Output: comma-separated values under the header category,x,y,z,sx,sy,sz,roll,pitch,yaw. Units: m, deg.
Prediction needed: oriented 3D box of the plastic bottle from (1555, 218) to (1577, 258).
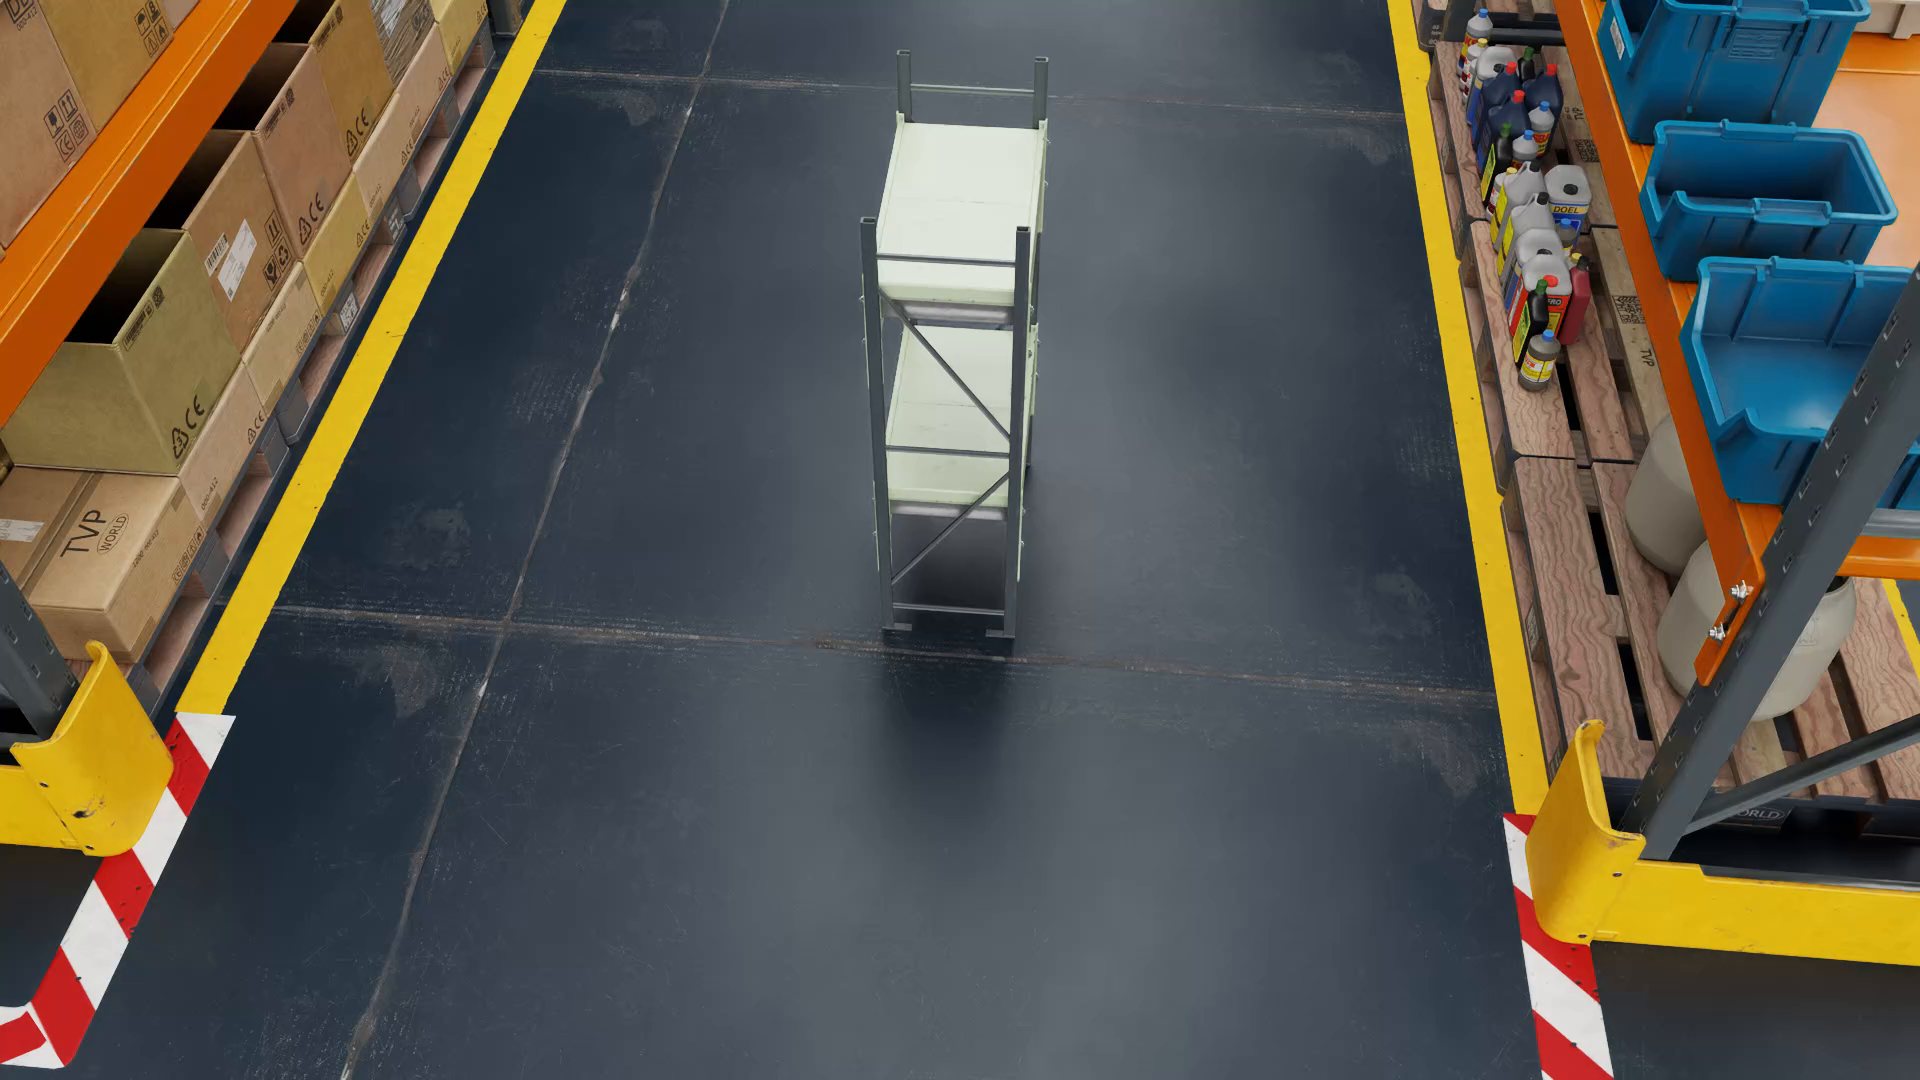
category,x,y,z,sx,sy,sz,roll,pitch,yaw
plastic bottle,2.068,-1.019,5.748,0.097,0.201,0.097,0,48,0

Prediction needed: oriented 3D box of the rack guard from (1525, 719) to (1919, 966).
category,x,y,z,sx,sy,sz,roll,pitch,yaw
rack guard,2.099,0.780,4.198,1.175,0.500,0.348,4,48,4

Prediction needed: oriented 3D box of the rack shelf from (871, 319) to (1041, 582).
category,x,y,z,sx,sy,sz,roll,pitch,yaw
rack shelf,-0.001,-0.281,4.933,0.431,0.370,0.720,4,48,4

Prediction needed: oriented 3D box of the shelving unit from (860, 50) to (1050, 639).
category,x,y,z,sx,sy,sz,roll,pitch,yaw
shelving unit,-0.001,-0.501,4.692,0.431,1.500,0.755,4,48,4

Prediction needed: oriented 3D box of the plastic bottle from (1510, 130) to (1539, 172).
category,x,y,z,sx,sy,sz,roll,pitch,yaw
plastic bottle,2.023,-1.357,6.010,0.097,0.271,0.097,0,48,0

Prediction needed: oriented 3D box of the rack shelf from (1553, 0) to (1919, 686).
category,x,y,z,sx,sy,sz,roll,pitch,yaw
rack shelf,2.321,-1.232,4.831,1.077,0.370,4.000,4,48,4

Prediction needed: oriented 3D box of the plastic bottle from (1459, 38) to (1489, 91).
category,x,y,z,sx,sy,sz,roll,pitch,yaw
plastic bottle,2.028,-1.869,6.525,0.097,0.201,0.097,0,48,0

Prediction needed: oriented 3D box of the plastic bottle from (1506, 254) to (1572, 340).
category,x,y,z,sx,sy,sz,roll,pitch,yaw
plastic bottle,1.920,-0.797,5.494,0.152,0.276,0.135,4,48,4

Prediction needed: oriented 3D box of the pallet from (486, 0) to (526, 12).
category,x,y,z,sx,sy,sz,roll,pitch,yaw
pallet,-2.401,-2.883,7.744,1.003,0.211,1.213,4,48,4

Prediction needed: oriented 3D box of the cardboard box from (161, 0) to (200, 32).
category,x,y,z,sx,sy,sz,roll,pitch,yaw
cardboard box,-2.600,-1.855,4.846,0.700,0.500,0.500,5,48,5

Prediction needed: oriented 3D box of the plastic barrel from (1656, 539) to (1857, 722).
category,x,y,z,sx,sy,sz,roll,pitch,yaw
plastic barrel,2.123,0.204,4.432,0.421,0.512,0.421,0,48,0

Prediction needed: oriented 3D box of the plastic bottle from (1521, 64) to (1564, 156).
category,x,y,z,sx,sy,sz,roll,pitch,yaw
plastic bottle,2.160,-1.624,6.199,0.144,0.351,0.185,4,48,4

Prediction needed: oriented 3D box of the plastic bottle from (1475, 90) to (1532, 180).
category,x,y,z,sx,sy,sz,roll,pitch,yaw
plastic bottle,1.999,-1.495,6.081,0.144,0.351,0.185,2,48,2

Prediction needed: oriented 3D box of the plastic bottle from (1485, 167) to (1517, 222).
category,x,y,z,sx,sy,sz,roll,pitch,yaw
plastic bottle,1.950,-1.238,5.948,0.097,0.201,0.097,0,48,0

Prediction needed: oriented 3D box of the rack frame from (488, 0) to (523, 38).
category,x,y,z,sx,sy,sz,roll,pitch,yaw
rack frame,-2.429,-3.280,6.217,1.000,3.000,0.127,4,48,4

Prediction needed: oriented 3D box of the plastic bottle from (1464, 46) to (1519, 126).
category,x,y,z,sx,sy,sz,roll,pitch,yaw
plastic bottle,2.036,-1.729,6.347,0.152,0.276,0.135,5,48,5

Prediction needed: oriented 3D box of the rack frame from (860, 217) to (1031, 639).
category,x,y,z,sx,sy,sz,roll,pitch,yaw
rack frame,-0.034,-0.232,4.446,0.400,1.500,0.023,4,48,4

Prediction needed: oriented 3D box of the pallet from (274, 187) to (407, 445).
category,x,y,z,sx,sy,sz,roll,pitch,yaw
pallet,-2.652,-0.859,5.892,1.003,0.211,1.213,4,48,4

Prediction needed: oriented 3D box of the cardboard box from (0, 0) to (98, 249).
category,x,y,z,sx,sy,sz,roll,pitch,yaw
cardboard box,-2.695,-1.103,4.158,0.700,0.500,0.500,5,48,5

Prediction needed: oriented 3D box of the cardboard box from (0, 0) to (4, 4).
category,x,y,z,sx,sy,sz,roll,pitch,yaw
cardboard box,-2.473,-1.430,4.018,0.380,0.149,0.250,3,48,3

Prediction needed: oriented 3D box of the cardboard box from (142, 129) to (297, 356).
category,x,y,z,sx,sy,sz,roll,pitch,yaw
cardboard box,-2.447,-0.923,5.132,0.500,0.500,0.500,4,48,4

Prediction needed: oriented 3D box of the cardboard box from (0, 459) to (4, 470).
category,x,y,z,sx,sy,sz,roll,pitch,yaw
cardboard box,-3.041,-0.222,4.491,0.500,0.500,0.500,4,48,4

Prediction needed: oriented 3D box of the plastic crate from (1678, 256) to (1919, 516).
category,x,y,z,sx,sy,sz,roll,pitch,yaw
plastic crate,1.886,-0.343,3.631,0.499,0.251,0.616,4,48,4

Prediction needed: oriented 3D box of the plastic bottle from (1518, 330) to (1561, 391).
category,x,y,z,sx,sy,sz,roll,pitch,yaw
plastic bottle,1.870,-0.588,5.353,0.097,0.201,0.097,0,48,0

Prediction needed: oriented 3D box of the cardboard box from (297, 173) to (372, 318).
category,x,y,z,sx,sy,sz,roll,pitch,yaw
cardboard box,-2.385,-1.036,5.743,0.500,0.250,0.500,4,48,4

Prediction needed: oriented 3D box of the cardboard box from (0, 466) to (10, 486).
category,x,y,z,sx,sy,sz,roll,pitch,yaw
cardboard box,-3.039,0.031,4.767,0.500,0.250,0.500,4,48,4

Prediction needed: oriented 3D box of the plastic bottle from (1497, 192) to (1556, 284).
category,x,y,z,sx,sy,sz,roll,pitch,yaw
plastic bottle,1.944,-1.046,5.671,0.144,0.351,0.185,6,48,5

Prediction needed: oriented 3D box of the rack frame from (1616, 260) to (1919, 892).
category,x,y,z,sx,sy,sz,roll,pitch,yaw
rack frame,2.139,-0.005,3.222,1.000,3.000,0.127,4,48,4

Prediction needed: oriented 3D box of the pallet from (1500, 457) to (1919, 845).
category,x,y,z,sx,sy,sz,roll,pitch,yaw
pallet,2.178,0.280,4.850,1.003,0.211,1.213,4,48,4

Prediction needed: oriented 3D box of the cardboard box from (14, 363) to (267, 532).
category,x,y,z,sx,sy,sz,roll,pitch,yaw
cardboard box,-2.481,-0.301,5.072,0.500,0.250,0.500,4,48,4

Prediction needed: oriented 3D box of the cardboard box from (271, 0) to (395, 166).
category,x,y,z,sx,sy,sz,roll,pitch,yaw
cardboard box,-2.353,-1.657,5.804,0.500,0.500,0.500,4,48,4

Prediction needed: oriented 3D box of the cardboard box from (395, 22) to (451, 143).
category,x,y,z,sx,sy,sz,roll,pitch,yaw
cardboard box,-2.309,-1.772,6.416,0.500,0.250,0.500,4,48,4

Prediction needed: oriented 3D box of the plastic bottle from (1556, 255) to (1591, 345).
category,x,y,z,sx,sy,sz,roll,pitch,yaw
plastic bottle,2.026,-0.792,5.485,0.061,0.283,0.133,4,48,4

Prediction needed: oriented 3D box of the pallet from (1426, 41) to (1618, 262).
category,x,y,z,sx,sy,sz,roll,pitch,yaw
pallet,2.401,-1.513,6.490,1.003,0.211,1.213,4,48,4

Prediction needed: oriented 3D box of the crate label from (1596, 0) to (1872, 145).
category,x,y,z,sx,sy,sz,roll,pitch,yaw
crate label,2.037,-1.388,4.462,0.502,0.435,0.616,4,48,4
